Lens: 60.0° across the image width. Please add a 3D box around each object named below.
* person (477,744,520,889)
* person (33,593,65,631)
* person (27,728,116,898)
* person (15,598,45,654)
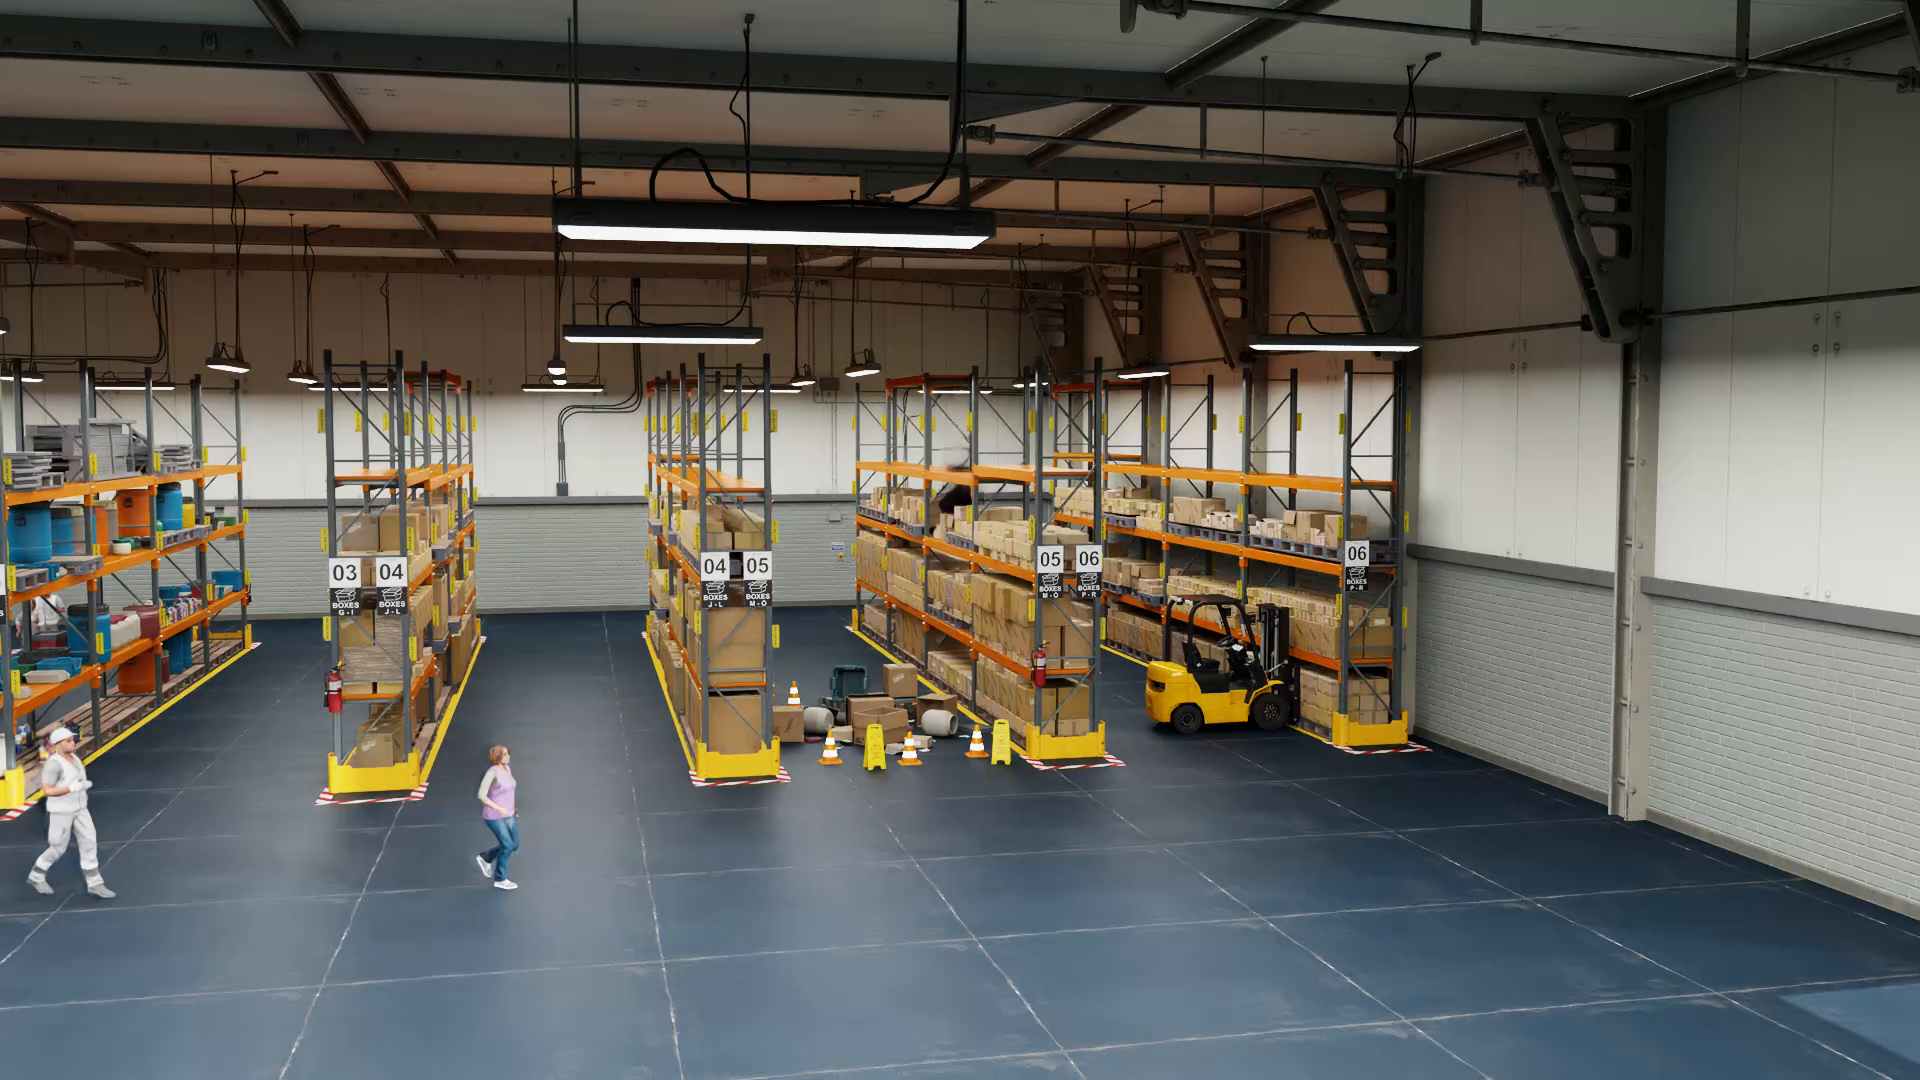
[{"bbox_3d":[-5.015,2.988,17.910,0.543,1.546,0.559,1,4,15],"label":"person"},{"bbox_3d":[-18.711,1.739,34.057,0.694,1.763,0.963,-2,4,-25],"label":"person"},{"bbox_3d":[-9.358,2.864,17.432,0.915,1.806,0.644,1,4,9],"label":"person"},{"bbox_3d":[-18.228,1.934,32.617,0.498,1.617,0.682,-2,5,-30],"label":"person"}]
